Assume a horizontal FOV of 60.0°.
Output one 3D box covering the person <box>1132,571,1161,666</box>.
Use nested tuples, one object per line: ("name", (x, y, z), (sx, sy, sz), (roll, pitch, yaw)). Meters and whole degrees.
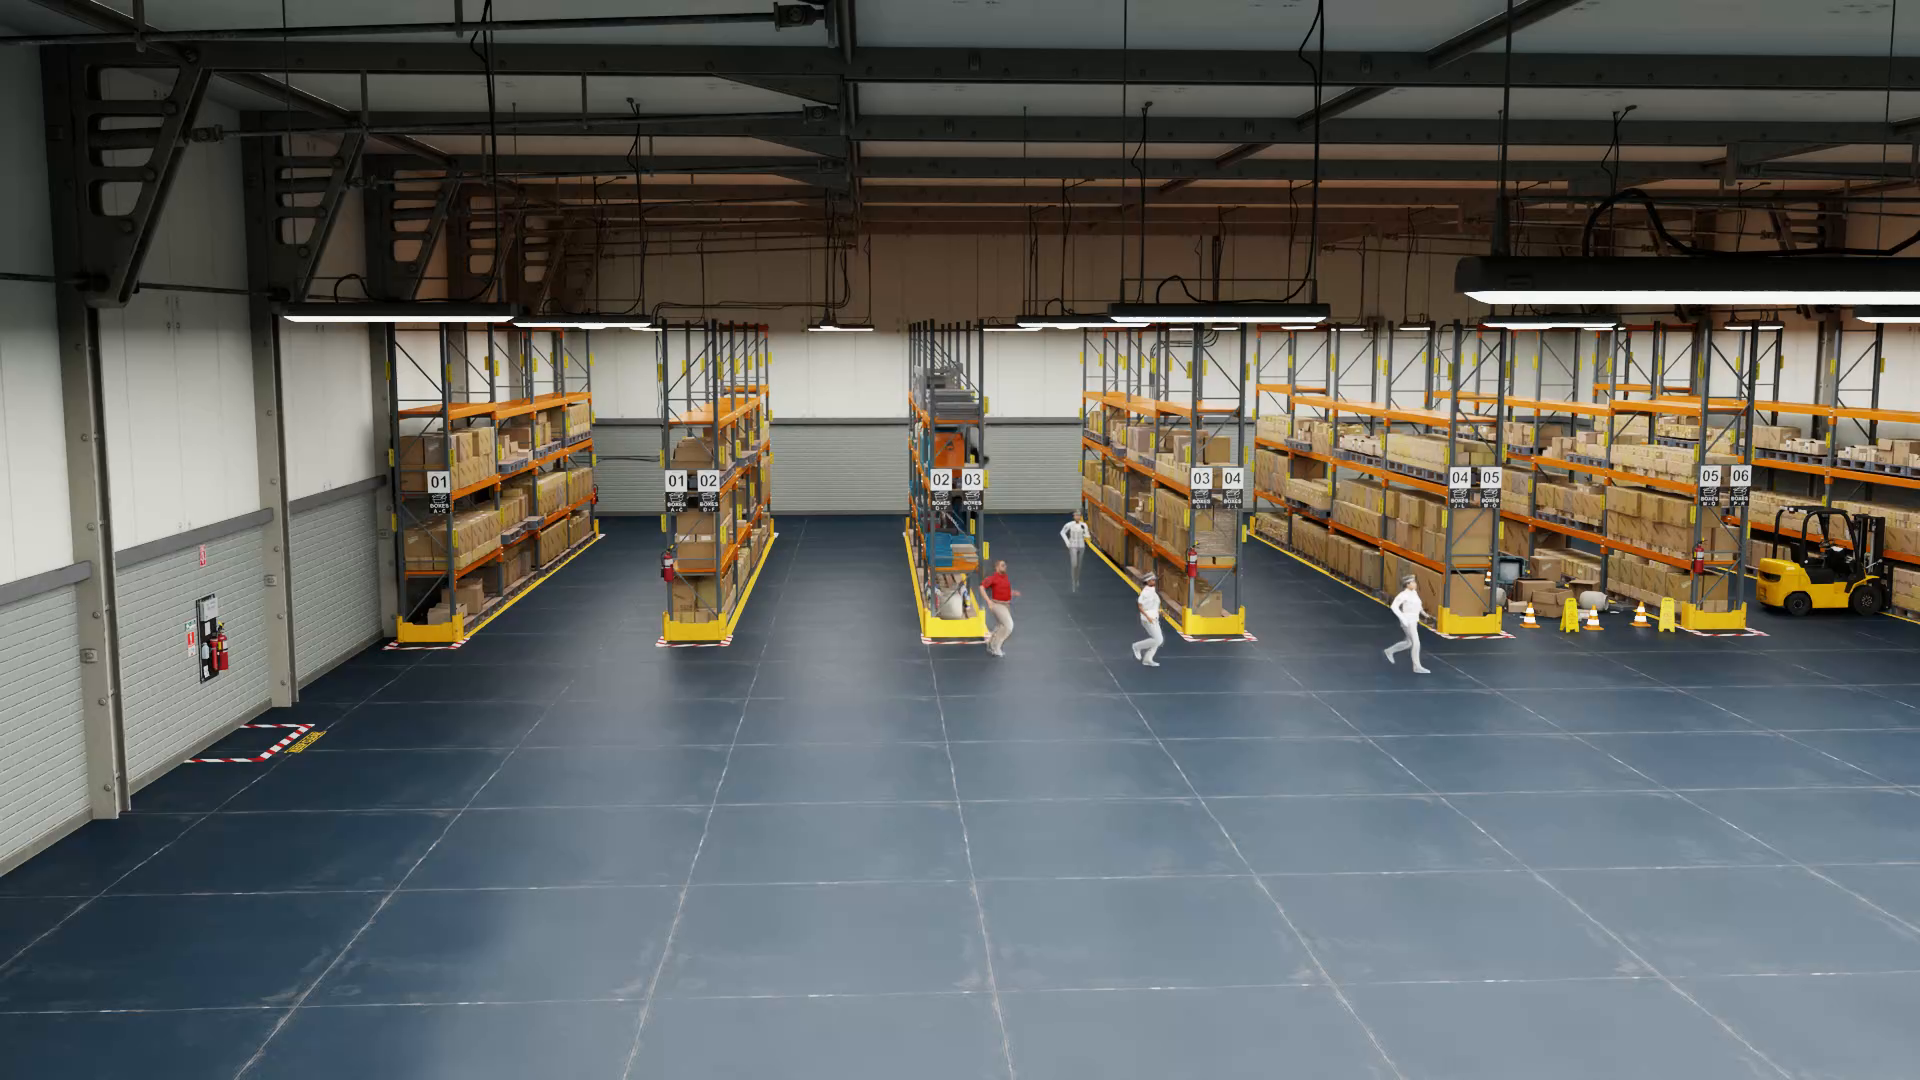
("person", (3.231, 1.358, 28.787), (0.458, 1.651, 0.544), (2, 7, 19))

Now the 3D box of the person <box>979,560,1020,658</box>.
("person", (0.752, 1.226, 29.626), (0.694, 1.739, 0.642), (4, 8, 28))

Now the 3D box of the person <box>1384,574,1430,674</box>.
("person", (7.600, 1.398, 28.257), (0.876, 1.669, 0.643), (6, 9, 40))

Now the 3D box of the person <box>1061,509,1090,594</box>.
("person", (2.484, 0.221, 35.616), (0.590, 1.798, 0.536), (-2, 7, -12))

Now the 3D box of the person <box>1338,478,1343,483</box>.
("person", (10.705, -0.870, 46.592), (0.535, 1.715, 0.856), (-2, 7, -19))
